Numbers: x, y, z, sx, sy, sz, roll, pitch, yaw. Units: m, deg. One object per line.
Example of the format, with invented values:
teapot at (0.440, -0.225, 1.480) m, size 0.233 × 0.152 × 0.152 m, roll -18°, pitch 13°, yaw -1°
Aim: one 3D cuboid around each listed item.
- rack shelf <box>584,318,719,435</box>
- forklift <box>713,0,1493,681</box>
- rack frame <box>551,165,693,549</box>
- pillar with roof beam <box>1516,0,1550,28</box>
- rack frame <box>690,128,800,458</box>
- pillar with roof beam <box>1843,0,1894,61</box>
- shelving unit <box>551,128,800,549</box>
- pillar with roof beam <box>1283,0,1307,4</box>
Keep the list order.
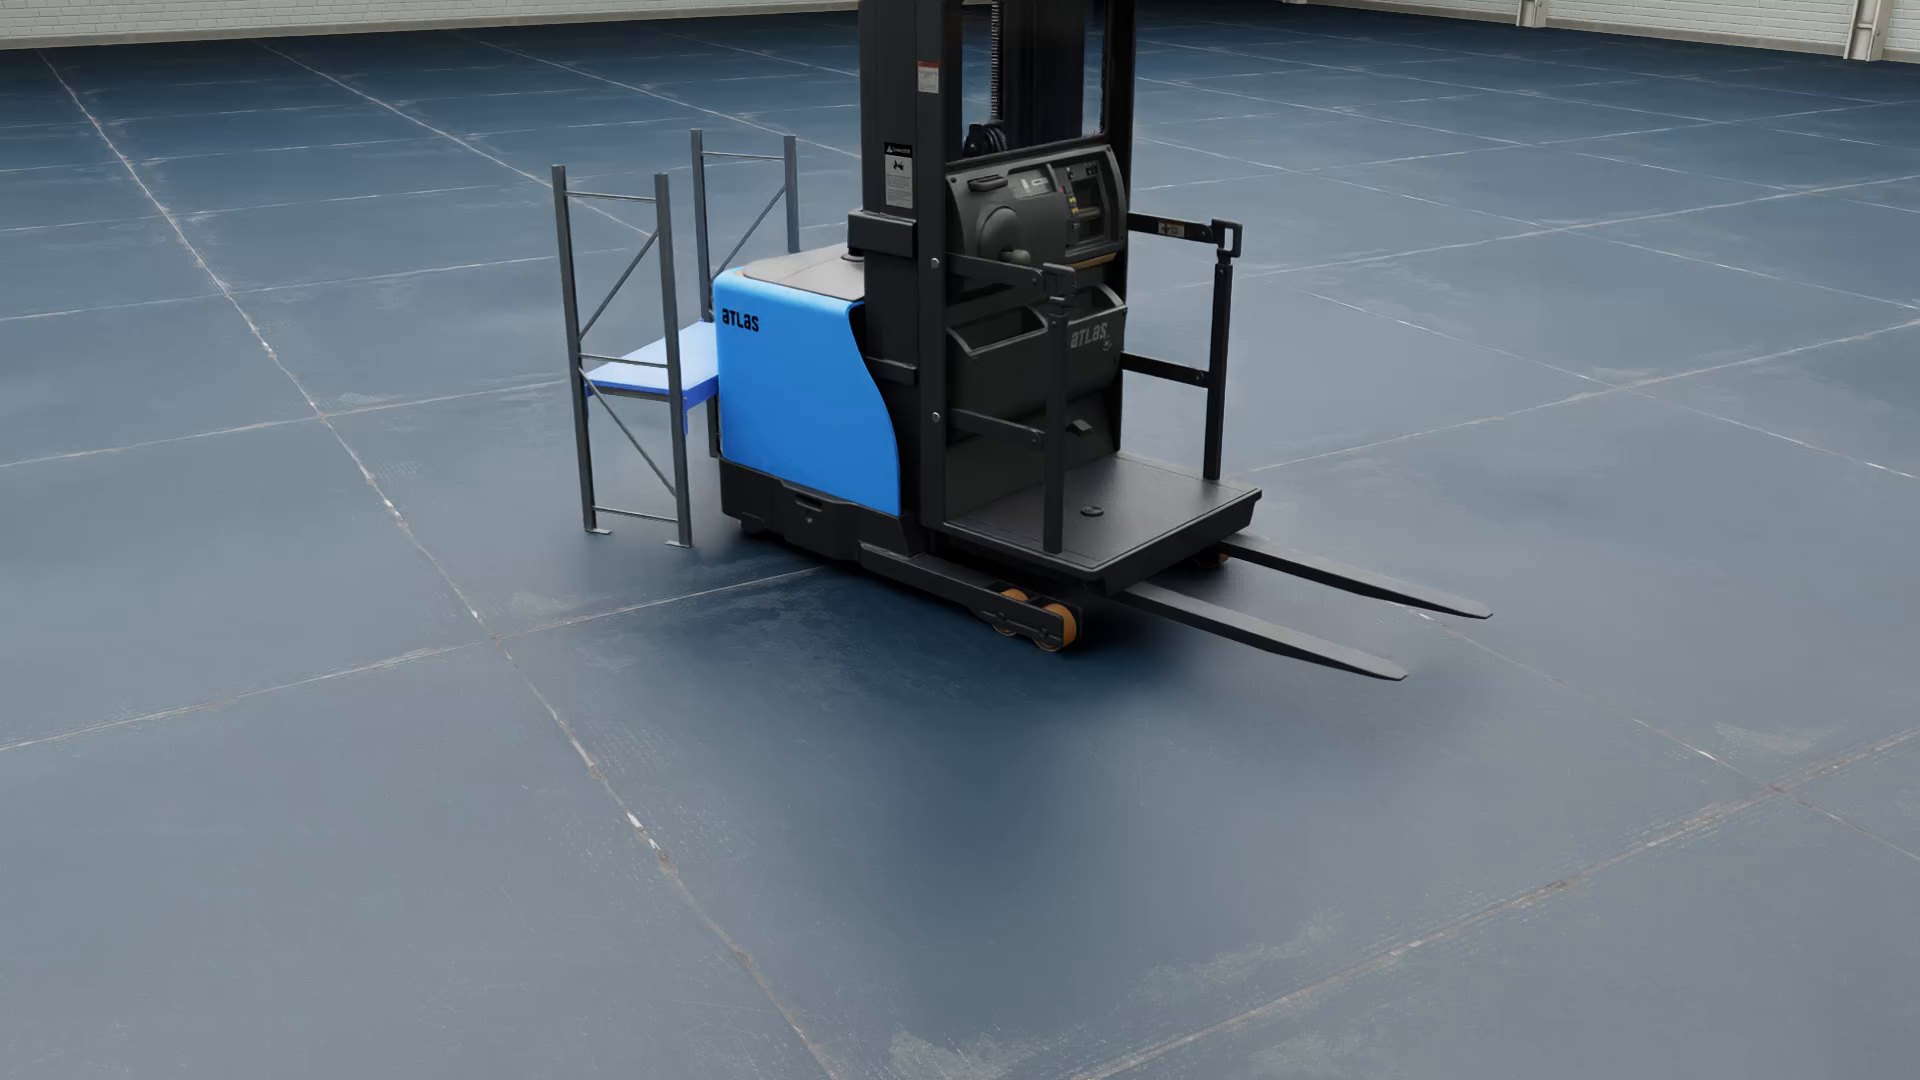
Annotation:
rack shelf at (-1.128, -0.711, 7.046) m, size 0.538 × 0.185 × 1.000 m, roll 9°, pitch 24°, yaw 21°
forklift at (0.447, -1.188, 5.843) m, size 3.031 × 2.935 × 1.130 m, roll 18°, pitch 28°, yaw 38°
rack frame at (-1.322, -0.701, 6.543) m, size 0.500 × 1.500 × 0.032 m, roll 9°, pitch 24°, yaw 21°
pillar with roof beam at (6.047, -12.109, 24.651) m, size 9.100 × 9.000 × 0.400 m, roll -13°, pitch 25°, yaw -28°
rack frame at (-0.934, -1.054, 7.414) m, size 0.500 × 1.500 × 0.032 m, roll 9°, pitch 24°, yaw 21°
pillar with roof beam at (9.112, -10.166, 19.873) m, size 9.100 × 9.000 × 0.400 m, roll -13°, pitch 25°, yaw -28°
shelving unit at (-1.128, -0.878, 6.979) m, size 0.538 × 1.500 × 1.048 m, roll 9°, pitch 24°, yaw 21°
pillar with roof beam at (2.982, -14.051, 29.430) m, size 9.100 × 9.000 × 0.400 m, roll -13°, pitch 25°, yaw -28°
